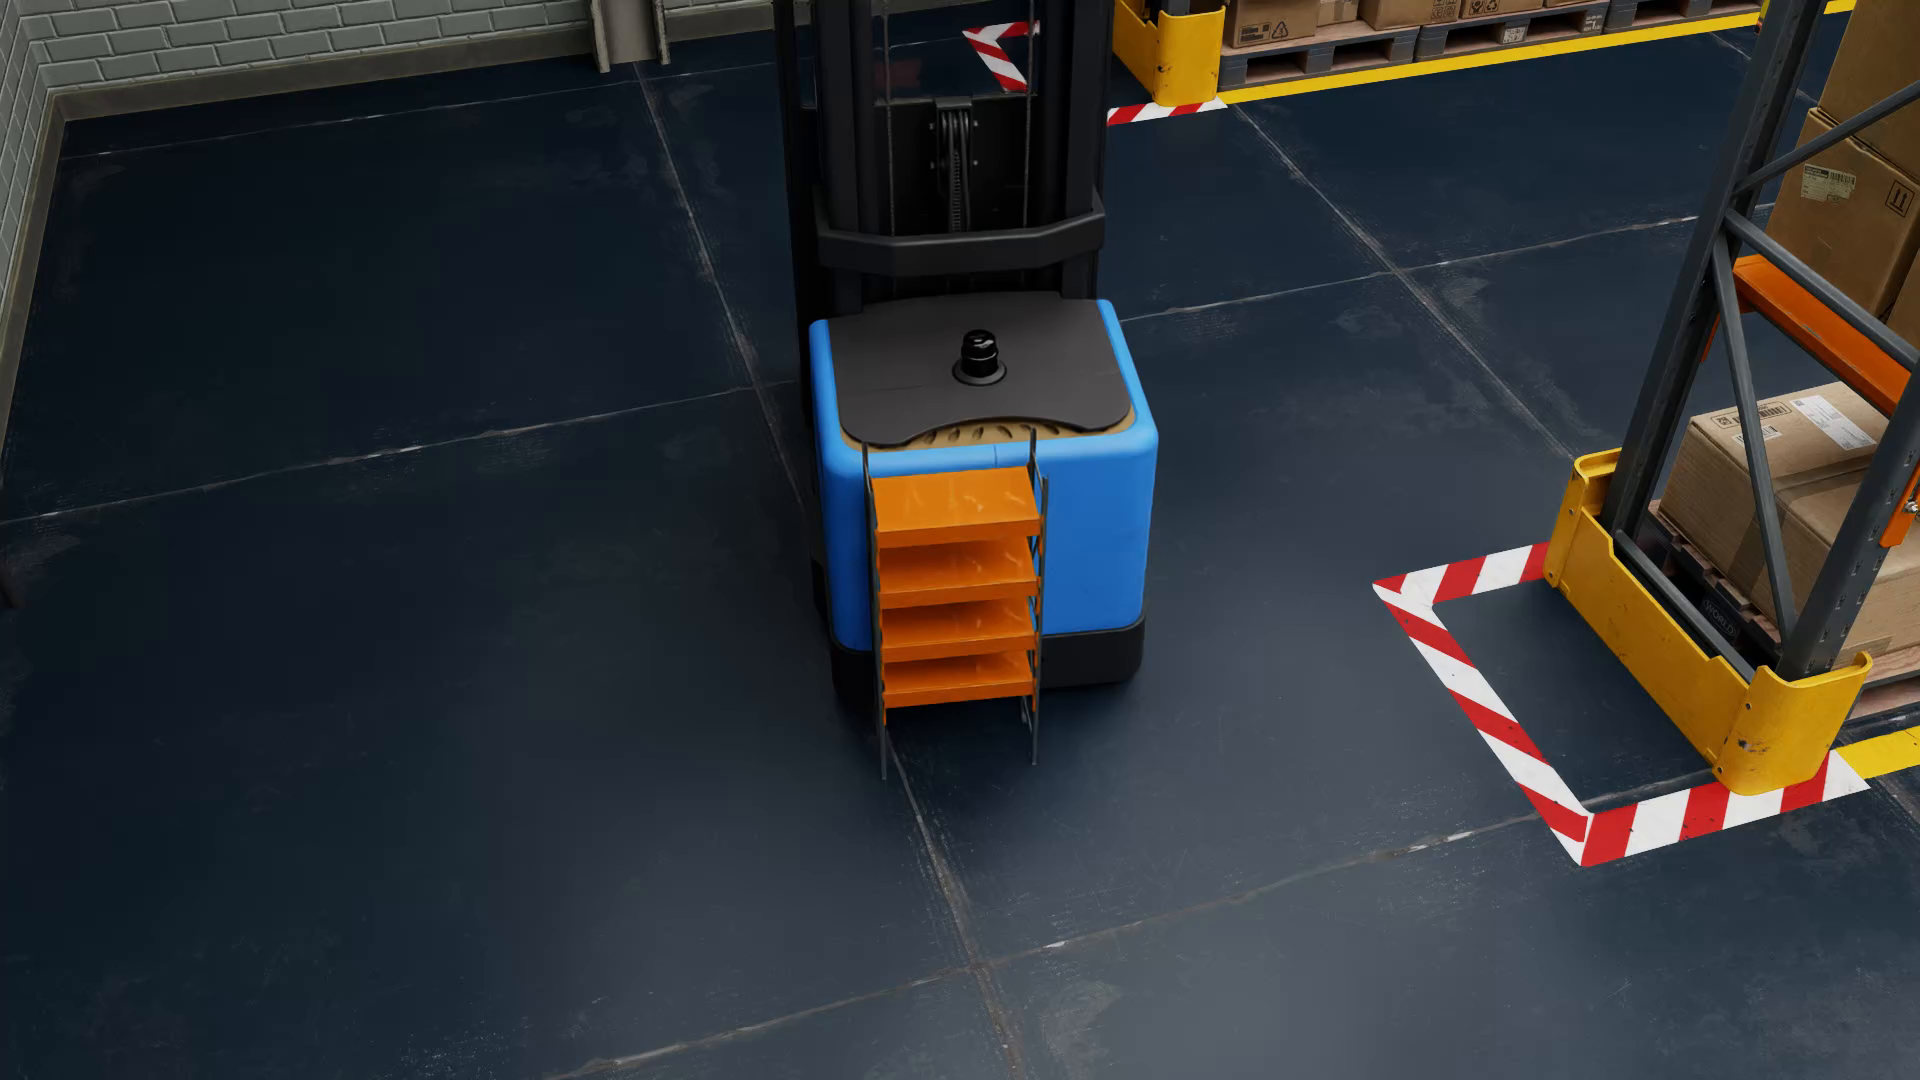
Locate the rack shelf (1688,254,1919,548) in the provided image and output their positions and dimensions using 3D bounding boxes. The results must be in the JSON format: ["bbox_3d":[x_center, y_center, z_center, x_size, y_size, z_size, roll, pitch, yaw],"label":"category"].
[{"bbox_3d":[4.392,-0.830,5.467,4.000,0.370,1.077,-12,42,-13],"label":"rack shelf"}]

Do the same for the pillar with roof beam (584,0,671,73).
[{"bbox_3d":[-0.560,-3.410,3.314,0.400,9.000,9.100,-12,42,-13],"label":"pillar with roof beam"}]

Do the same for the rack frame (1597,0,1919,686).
[{"bbox_3d":[2.484,-0.706,4.778,0.127,3.000,1.000,-12,42,-13],"label":"rack frame"}]

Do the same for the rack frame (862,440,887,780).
[{"bbox_3d":[-0.258,0.244,5.059,0.015,1.200,0.240,-5,41,-6],"label":"rack frame"}]

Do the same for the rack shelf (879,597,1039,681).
[{"bbox_3d":[-0.016,0.274,5.127,0.480,0.148,0.258,-5,41,-6],"label":"rack shelf"}]

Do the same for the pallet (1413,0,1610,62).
[{"bbox_3d":[2.984,-3.182,9.731,1.213,0.211,1.003,-12,42,-13],"label":"pallet"}]

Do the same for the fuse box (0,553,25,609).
[{"bbox_3d":[-3.379,-0.438,5.451,0.414,1.711,0.539,-12,42,-13],"label":"fuse box"}]

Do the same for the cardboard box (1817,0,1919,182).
[{"bbox_3d":[2.872,-1.365,4.696,0.500,0.500,0.500,-10,42,-12],"label":"cardboard box"}]

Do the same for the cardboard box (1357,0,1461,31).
[{"bbox_3d":[2.428,-3.243,9.262,0.500,0.500,0.700,-10,42,-11],"label":"cardboard box"}]

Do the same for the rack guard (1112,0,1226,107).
[{"bbox_3d":[1.062,-2.894,9.182,0.348,0.500,1.175,-12,42,-13],"label":"rack guard"}]

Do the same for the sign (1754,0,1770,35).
[{"bbox_3d":[2.334,-1.574,4.712,0.005,0.325,0.100,-12,42,-13],"label":"sign"}]

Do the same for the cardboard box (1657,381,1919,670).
[{"bbox_3d":[3.083,-0.092,5.704,0.875,0.438,0.875,-13,43,-15],"label":"cardboard box"}]

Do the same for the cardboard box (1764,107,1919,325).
[{"bbox_3d":[2.864,-1.005,5.044,0.500,0.500,0.500,-11,42,-13],"label":"cardboard box"}]

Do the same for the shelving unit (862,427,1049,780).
[{"bbox_3d":[-0.016,0.223,5.082,0.503,1.200,0.258,-5,41,-6],"label":"shelving unit"}]

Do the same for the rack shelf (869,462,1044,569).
[{"bbox_3d":[-0.016,-0.072,4.824,0.480,0.148,0.258,-5,41,-6],"label":"rack shelf"}]

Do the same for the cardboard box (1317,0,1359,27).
[{"bbox_3d":[2.018,-3.025,9.281,0.250,0.149,0.380,-13,43,-15],"label":"cardboard box"}]

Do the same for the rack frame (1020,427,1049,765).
[{"bbox_3d":[0.226,0.203,5.106,0.015,1.200,0.240,-5,41,-6],"label":"rack frame"}]

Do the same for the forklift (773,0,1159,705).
[{"bbox_3d":[-0.082,-1.526,5.769,1.130,2.935,3.031,-5,41,-6],"label":"forklift"}]

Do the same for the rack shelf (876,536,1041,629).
[{"bbox_3d":[-0.016,0.106,4.979,0.480,0.148,0.258,-5,41,-6],"label":"rack shelf"}]

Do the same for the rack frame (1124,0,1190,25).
[{"bbox_3d":[0.989,-3.820,8.342,0.127,3.000,1.000,-12,42,-13],"label":"rack frame"}]

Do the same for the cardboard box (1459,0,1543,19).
[{"bbox_3d":[2.963,-3.284,9.310,0.500,0.500,0.500,-11,42,-12],"label":"cardboard box"}]

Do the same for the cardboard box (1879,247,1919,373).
[{"bbox_3d":[3.028,-0.658,4.647,0.500,0.500,0.500,-12,43,-13],"label":"cardboard box"}]

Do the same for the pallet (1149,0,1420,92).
[{"bbox_3d":[1.822,-2.943,9.458,1.213,0.211,1.003,-12,42,-13],"label":"pallet"}]

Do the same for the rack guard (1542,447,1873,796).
[{"bbox_3d":[2.461,0.240,5.595,0.348,0.500,1.175,-12,42,-13],"label":"rack guard"}]

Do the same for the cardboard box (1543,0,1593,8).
[{"bbox_3d":[3.418,-3.448,9.497,0.500,0.500,0.700,-13,43,-15],"label":"cardboard box"}]

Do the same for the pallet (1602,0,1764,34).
[{"bbox_3d":[4.149,-3.425,10.010,1.213,0.211,1.003,-12,42,-13],"label":"pallet"}]

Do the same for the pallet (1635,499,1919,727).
[{"bbox_3d":[3.223,0.137,5.932,1.213,0.211,1.003,-12,42,-13],"label":"pallet"}]

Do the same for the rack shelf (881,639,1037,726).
[{"bbox_3d":[-0.016,0.423,5.257,0.480,0.148,0.258,-5,41,-6],"label":"rack shelf"}]

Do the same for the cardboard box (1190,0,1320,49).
[{"bbox_3d":[1.601,-3.099,9.096,0.637,0.503,0.797,-13,43,-15],"label":"cardboard box"}]
